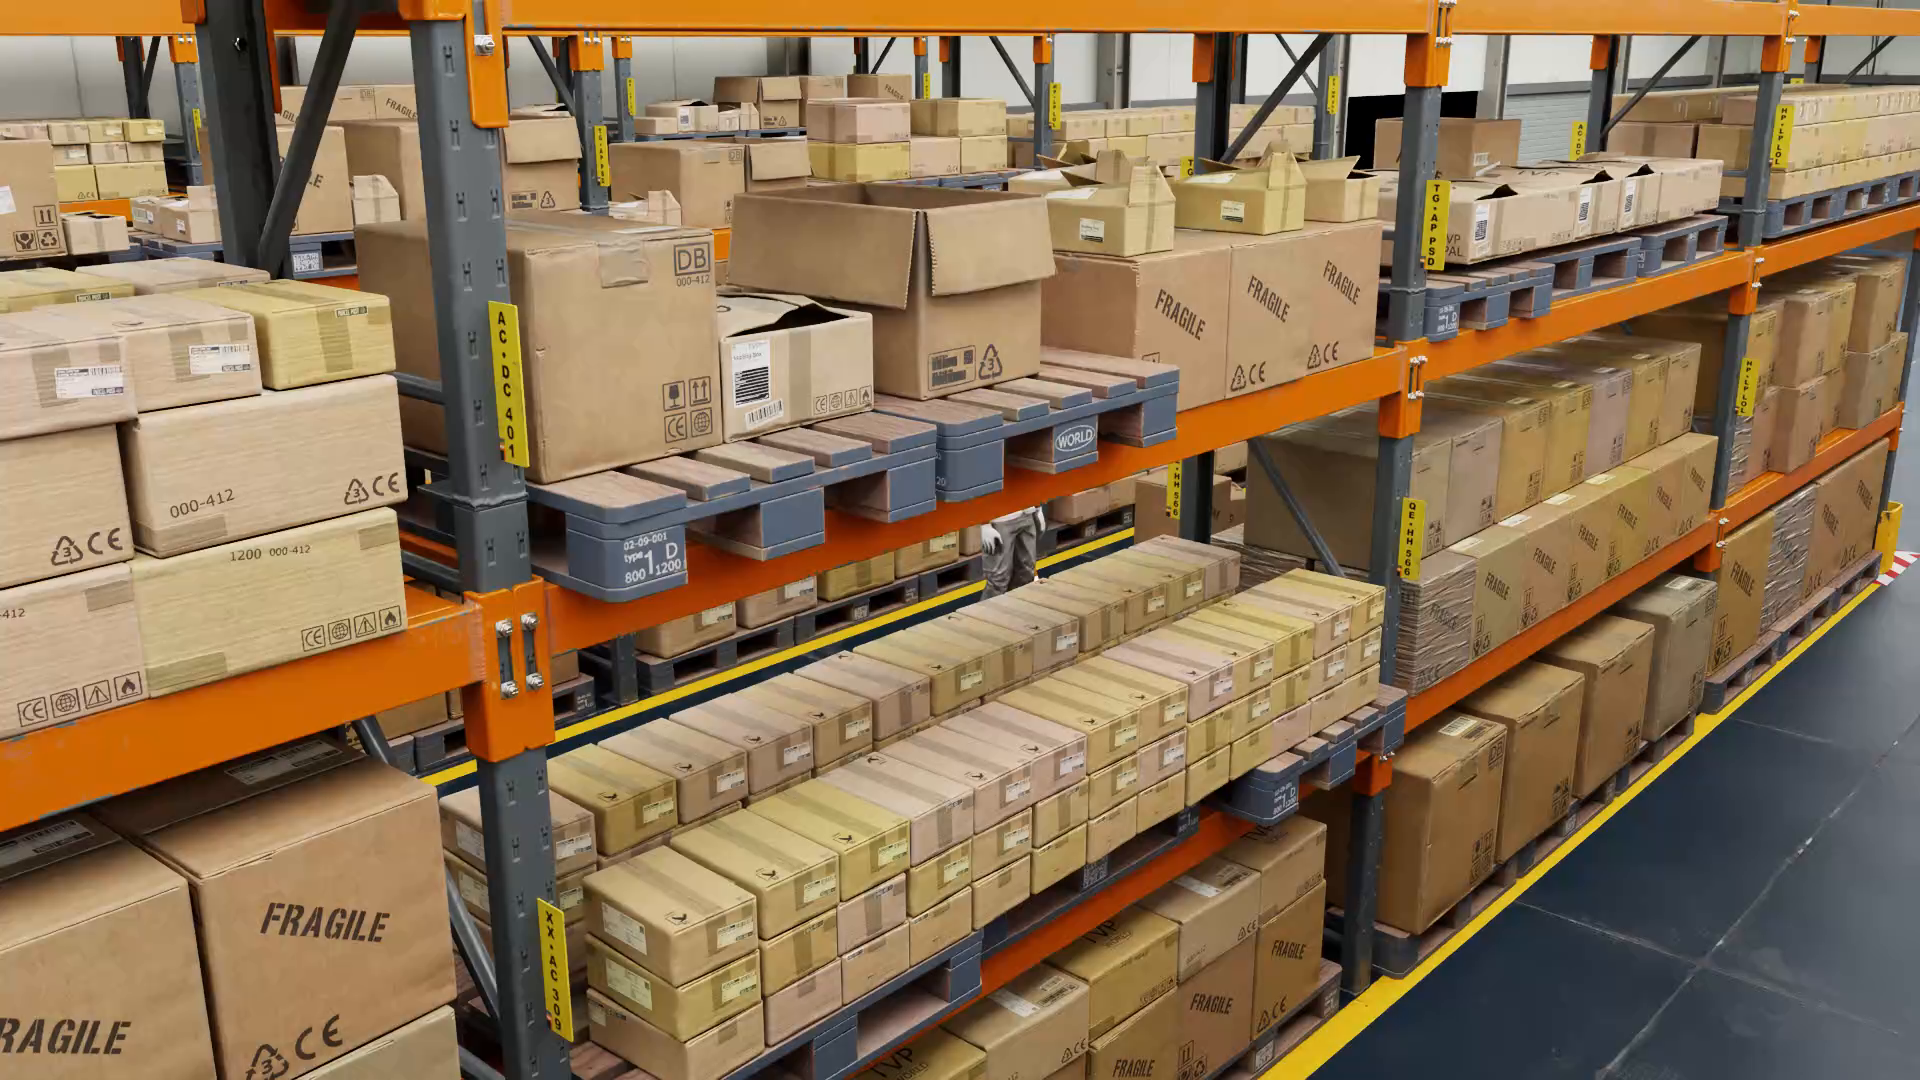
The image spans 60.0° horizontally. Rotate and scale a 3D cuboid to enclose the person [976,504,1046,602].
[{"bbox_3d":[0.337,-0.112,10.895,0.450,1.774,0.617,14,21,38],"label":"person"}]
